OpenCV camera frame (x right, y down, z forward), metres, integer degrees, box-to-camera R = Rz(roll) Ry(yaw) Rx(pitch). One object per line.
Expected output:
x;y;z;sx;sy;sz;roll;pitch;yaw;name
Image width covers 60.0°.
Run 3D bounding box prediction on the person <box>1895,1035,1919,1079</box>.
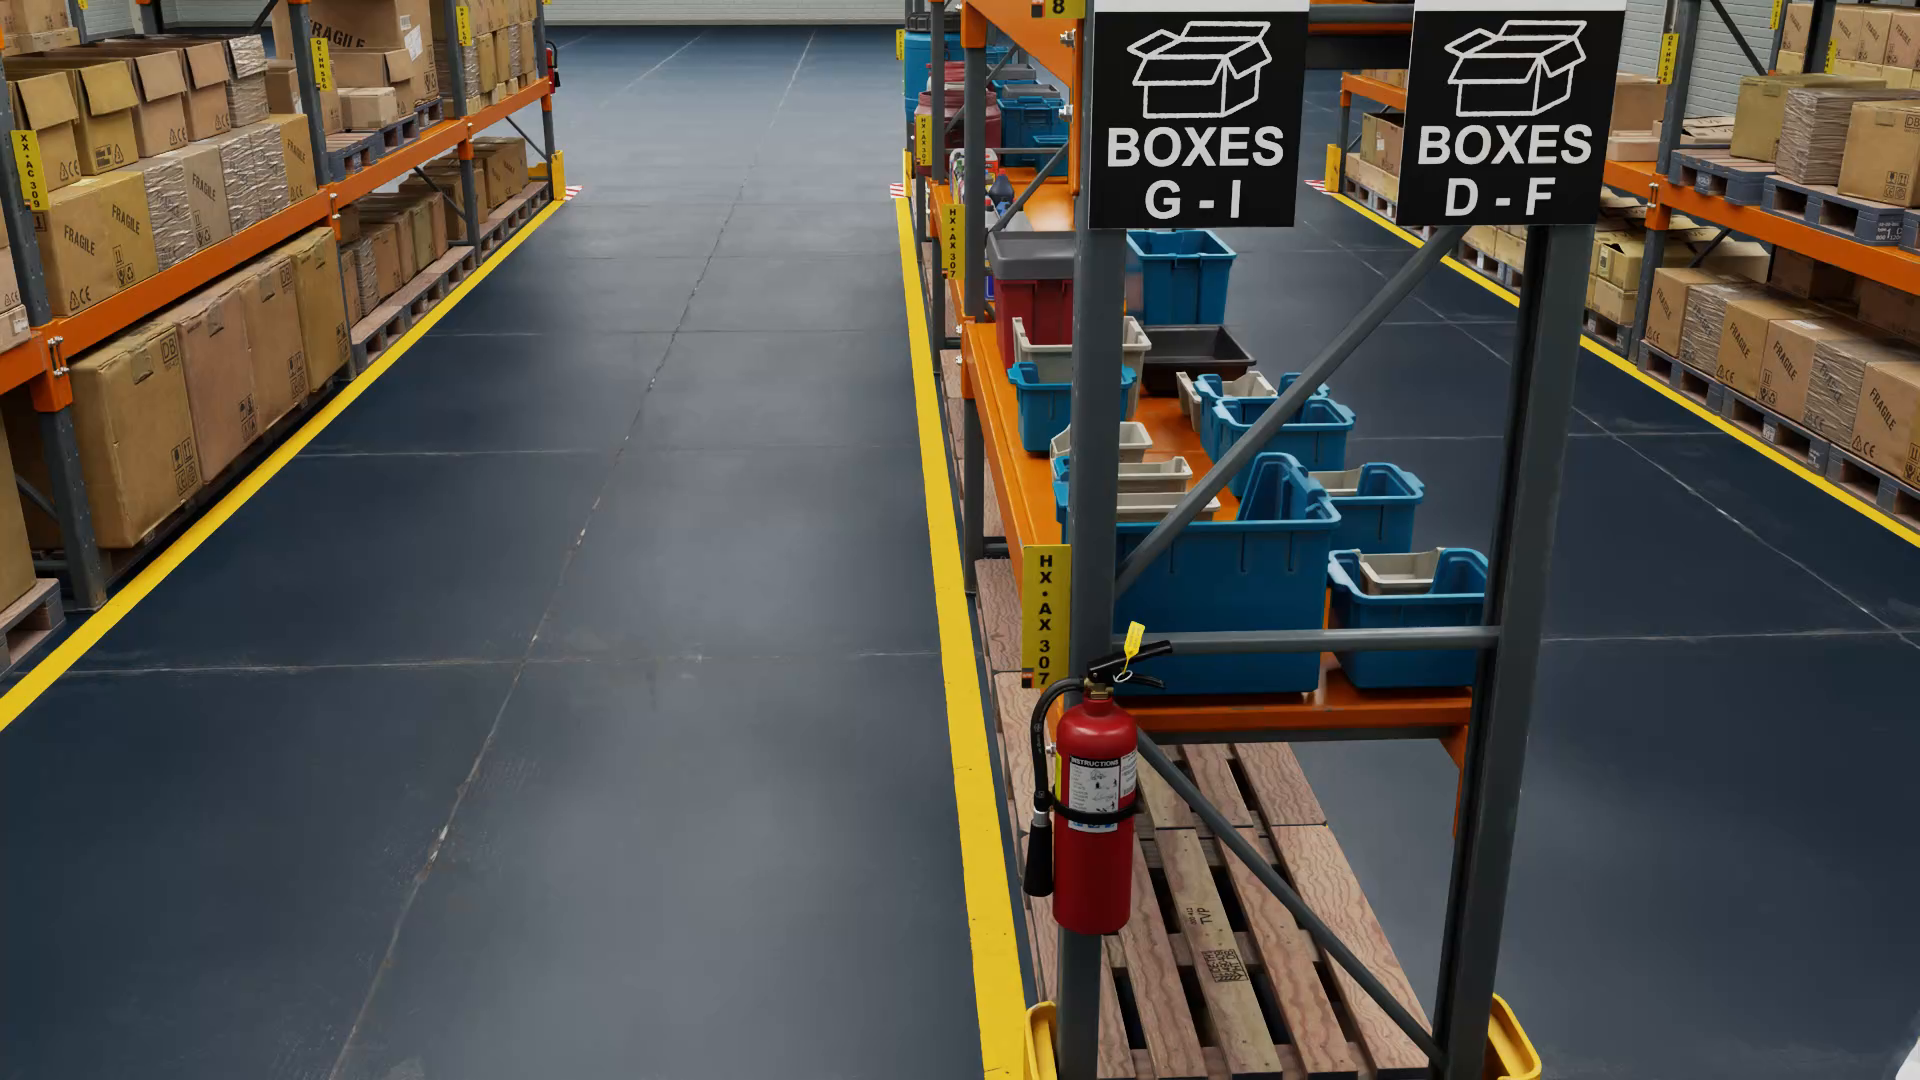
1.746;1.243;2.721;1.044;1.622;0.497;-2;21;-5;person
